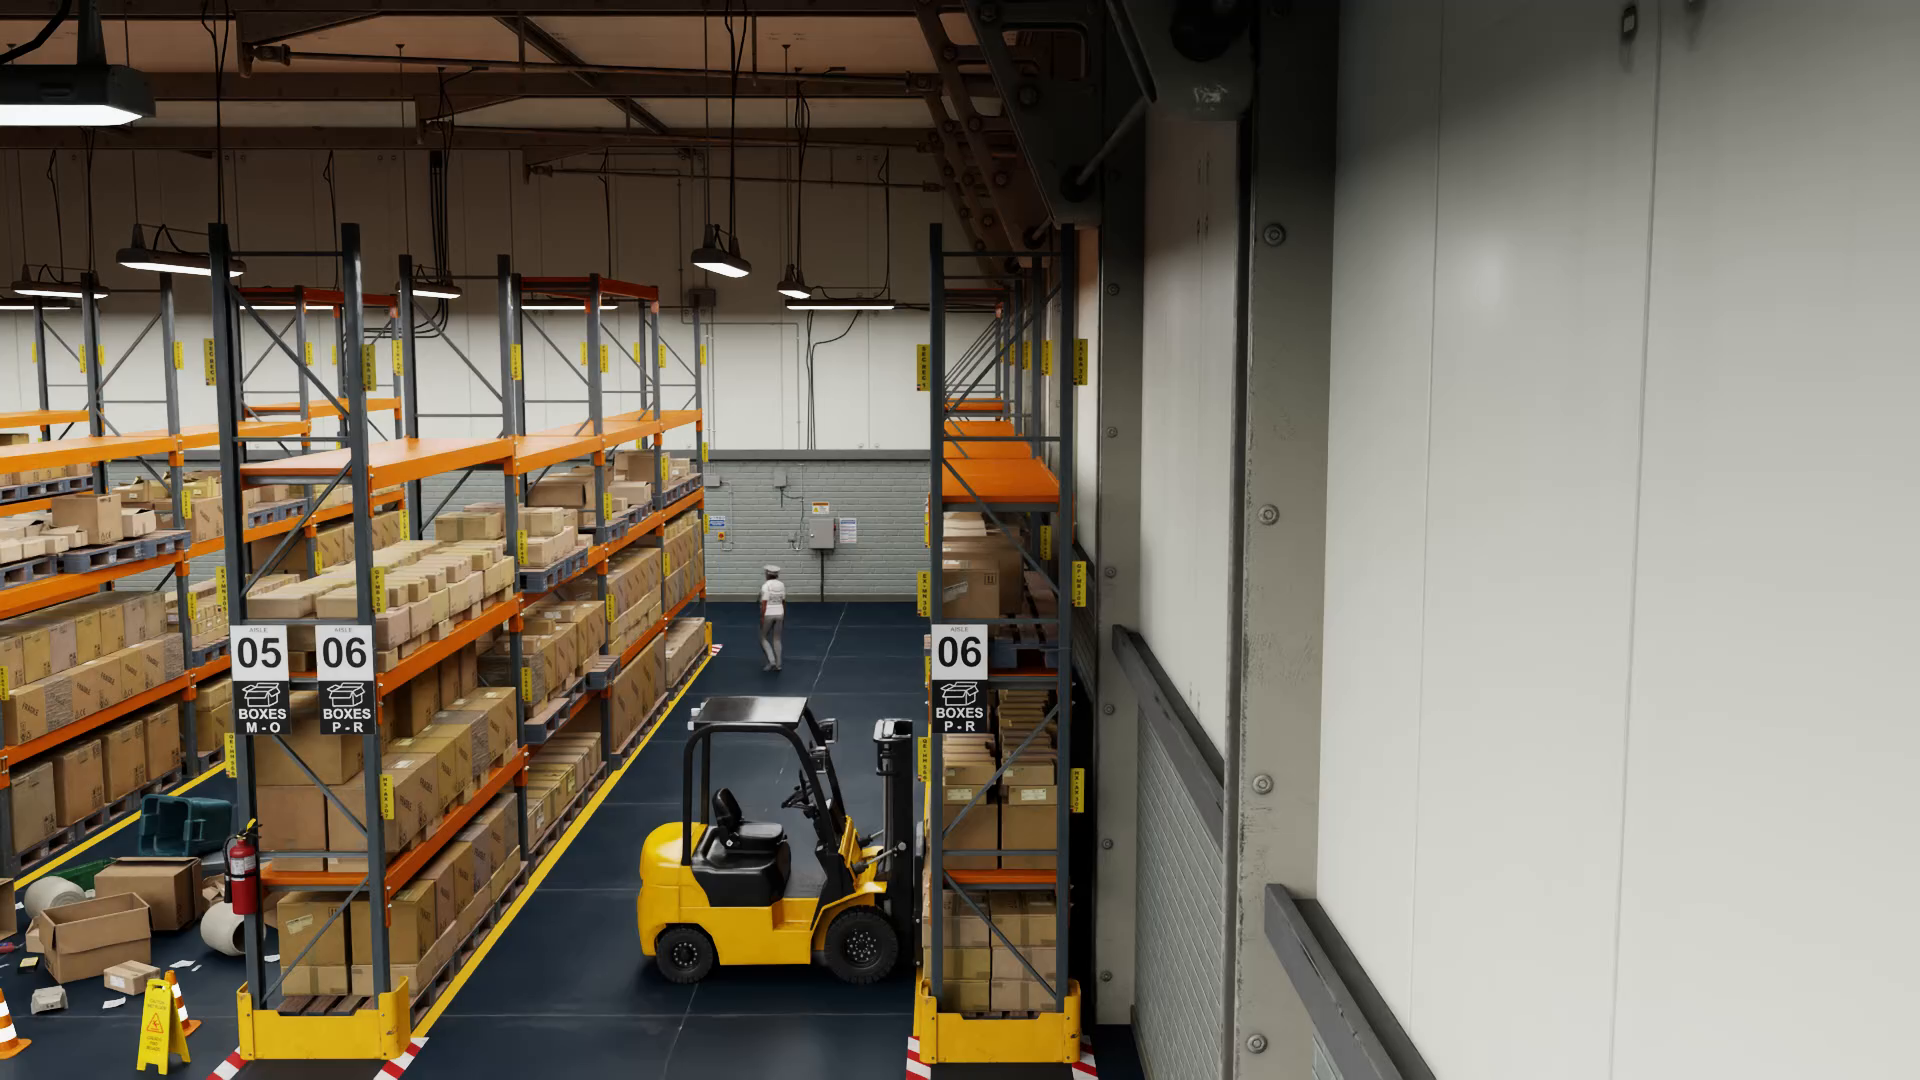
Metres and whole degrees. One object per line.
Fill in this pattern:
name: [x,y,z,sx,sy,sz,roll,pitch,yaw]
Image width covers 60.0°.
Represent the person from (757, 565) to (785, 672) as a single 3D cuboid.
person: [-3.001,1.251,26.516,0.494,1.717,0.366,-5,8,-38]
